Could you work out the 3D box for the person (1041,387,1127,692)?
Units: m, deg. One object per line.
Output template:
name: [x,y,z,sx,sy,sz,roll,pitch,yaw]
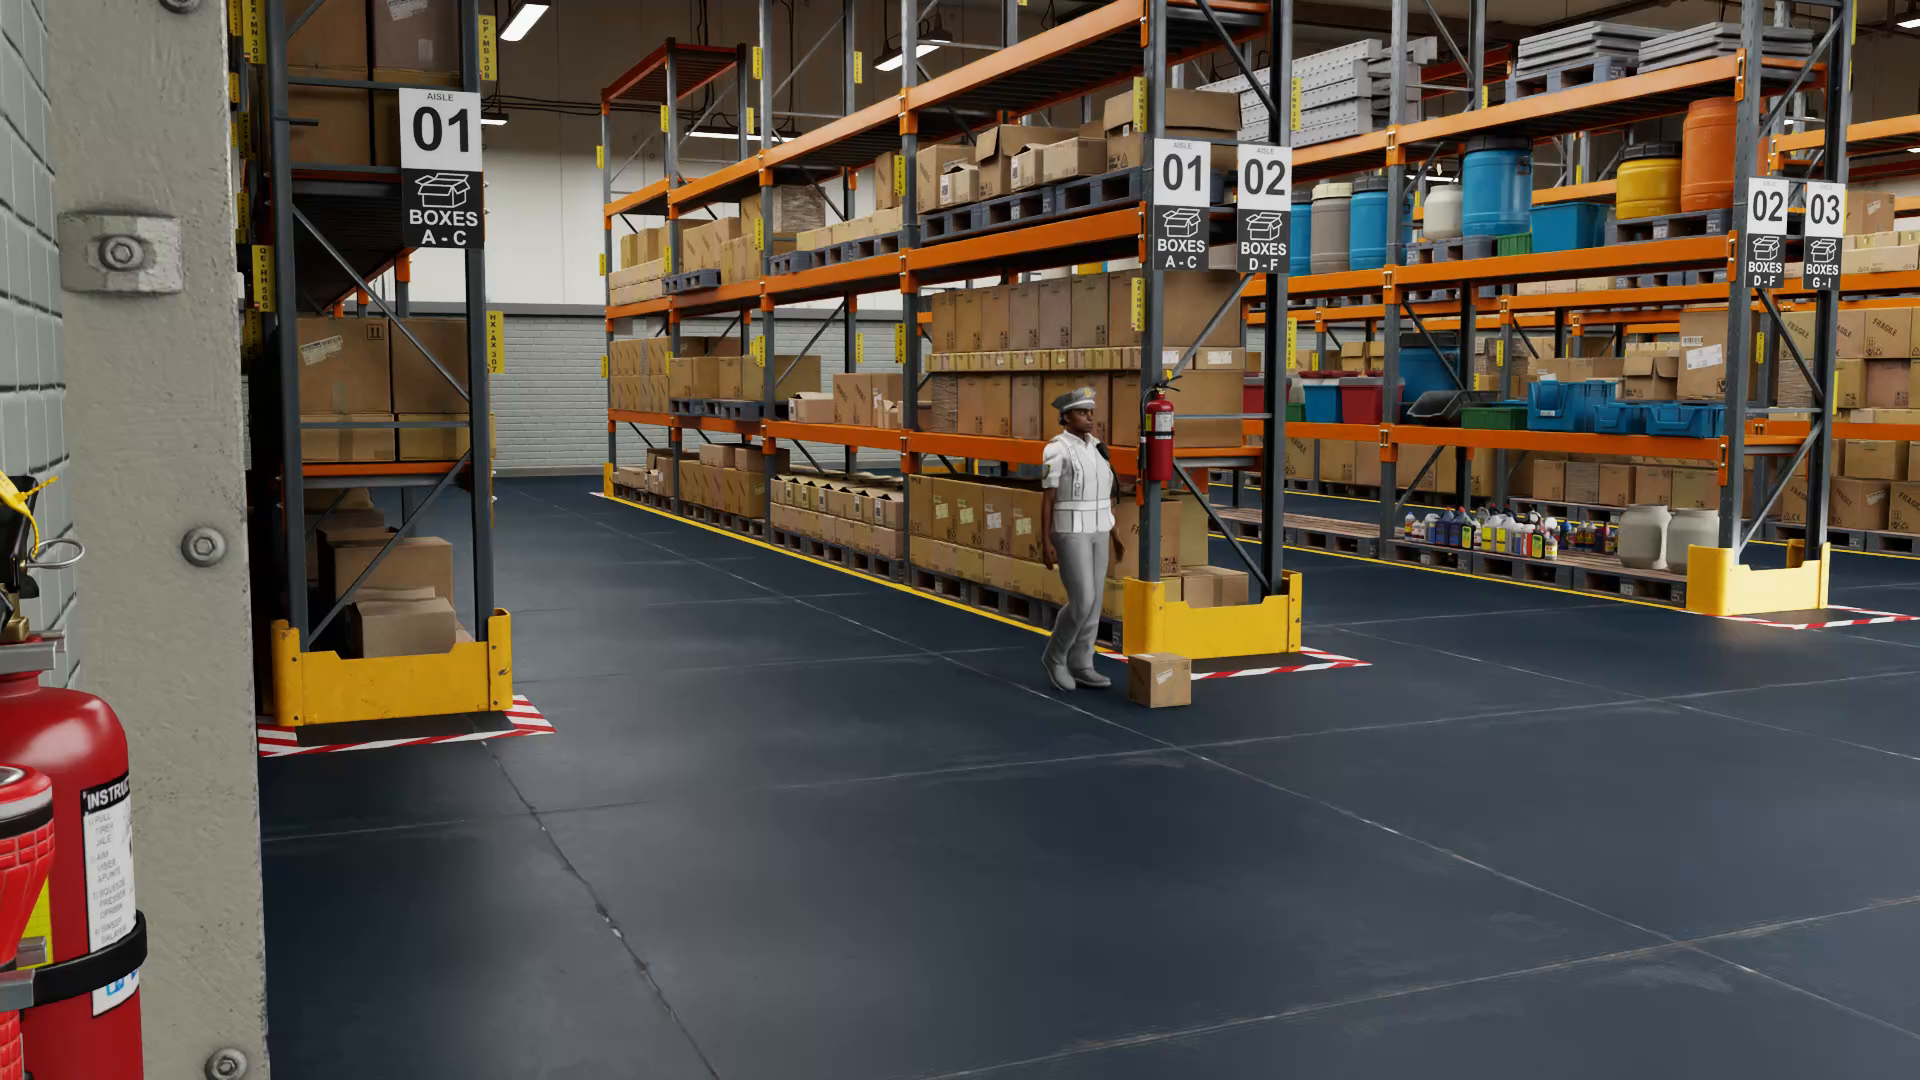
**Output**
person: [0.707,-0.002,9.361,0.465,1.718,0.411,-5,7,-42]
